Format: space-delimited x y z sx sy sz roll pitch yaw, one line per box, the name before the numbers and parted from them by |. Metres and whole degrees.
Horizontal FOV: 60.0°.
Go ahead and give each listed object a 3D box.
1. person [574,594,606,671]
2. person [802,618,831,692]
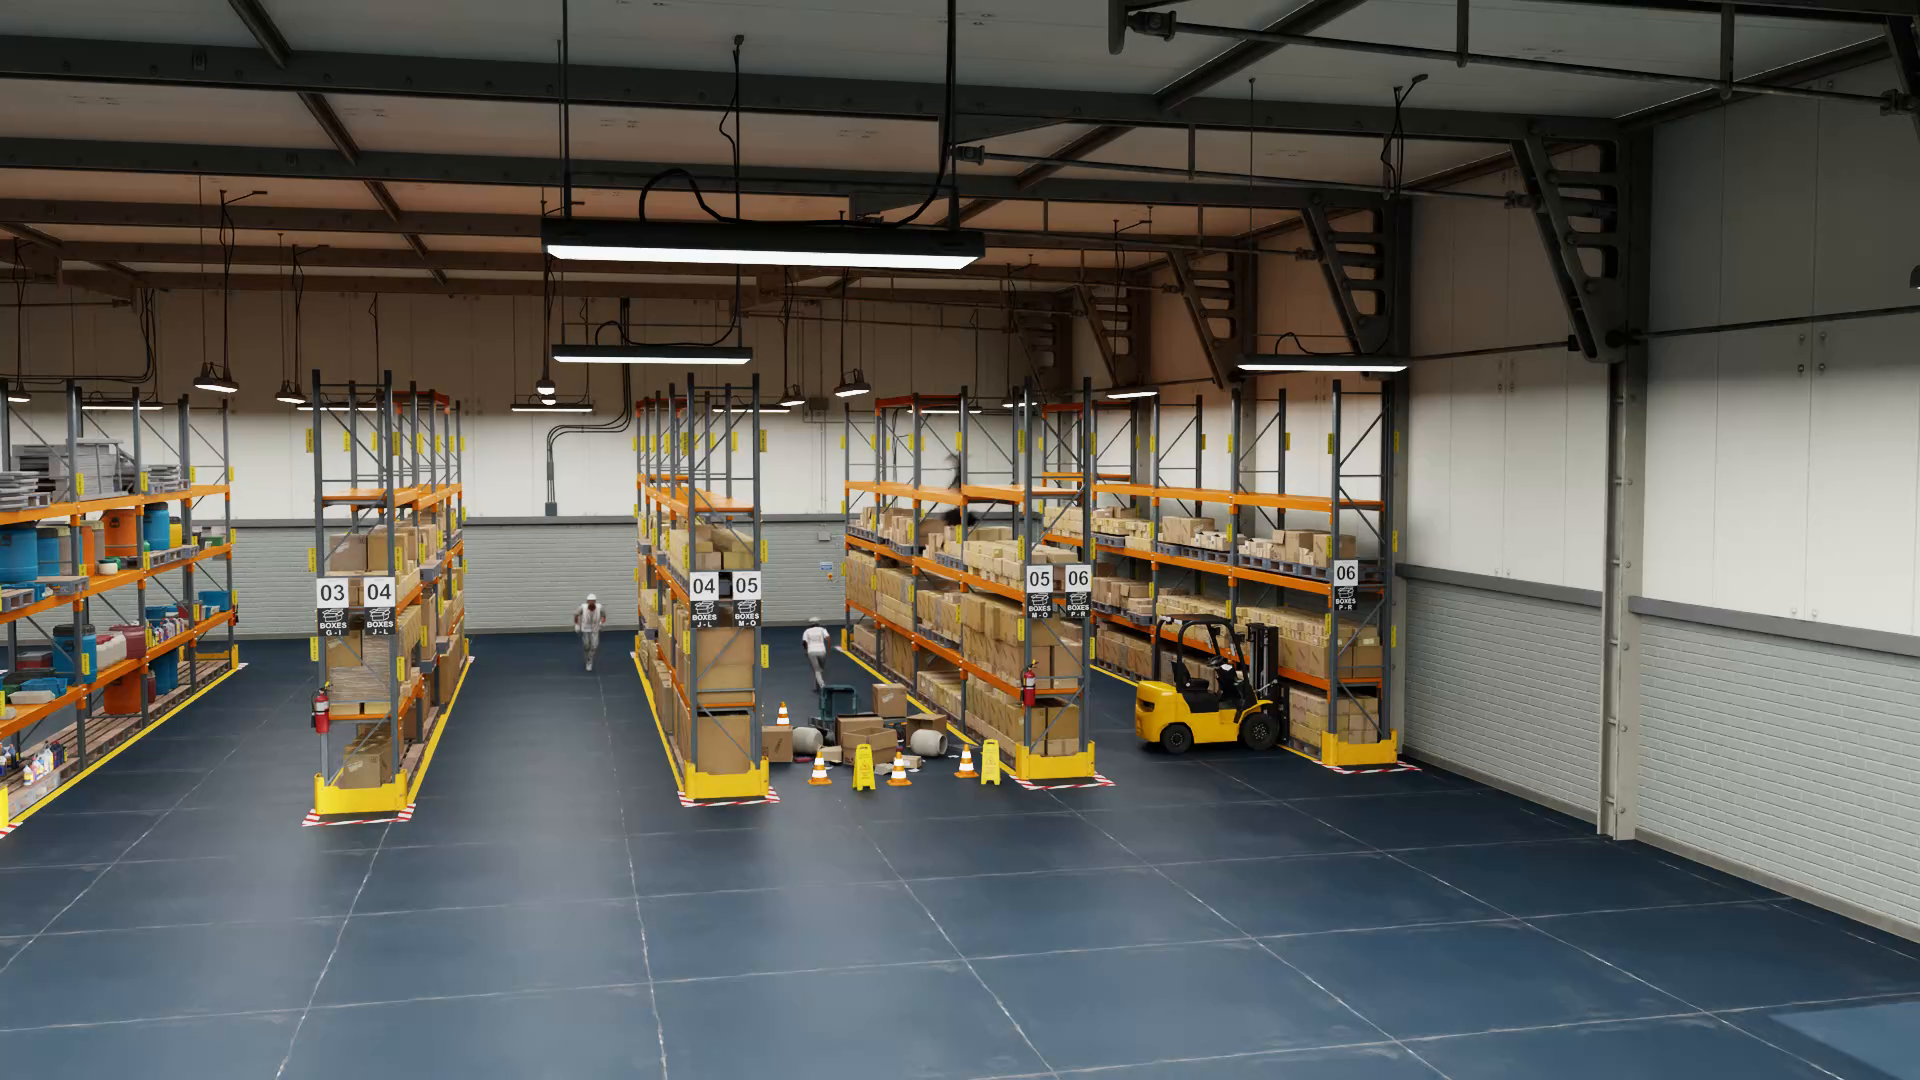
person | -8.204 2.038 36.924 0.677 1.712 0.769 -1 4 -23
person | -2.869 2.360 33.315 0.577 1.505 1.052 -1 3 -9
